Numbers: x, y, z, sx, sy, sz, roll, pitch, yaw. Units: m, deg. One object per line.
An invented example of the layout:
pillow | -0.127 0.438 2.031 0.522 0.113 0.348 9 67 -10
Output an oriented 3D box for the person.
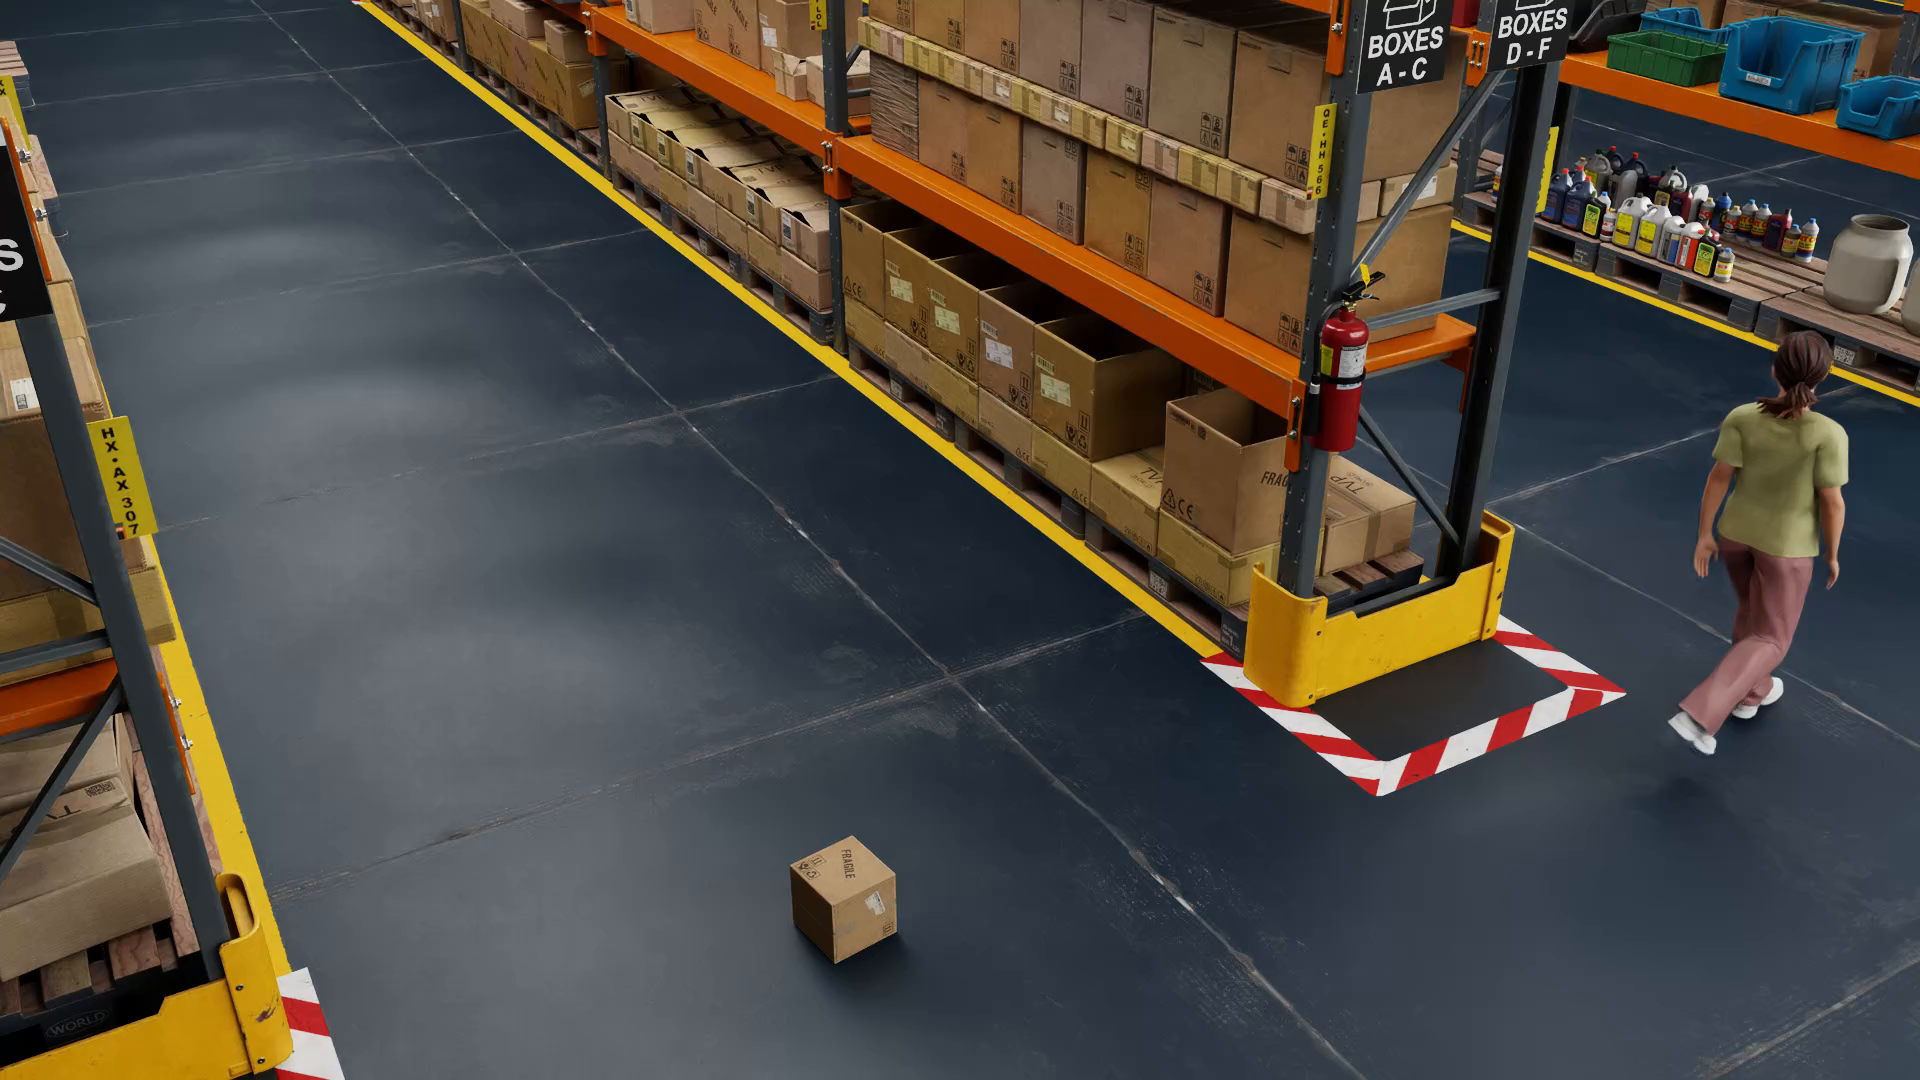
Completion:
person | 2.937 0.026 6.079 0.889 1.634 0.474 -21 36 -33
